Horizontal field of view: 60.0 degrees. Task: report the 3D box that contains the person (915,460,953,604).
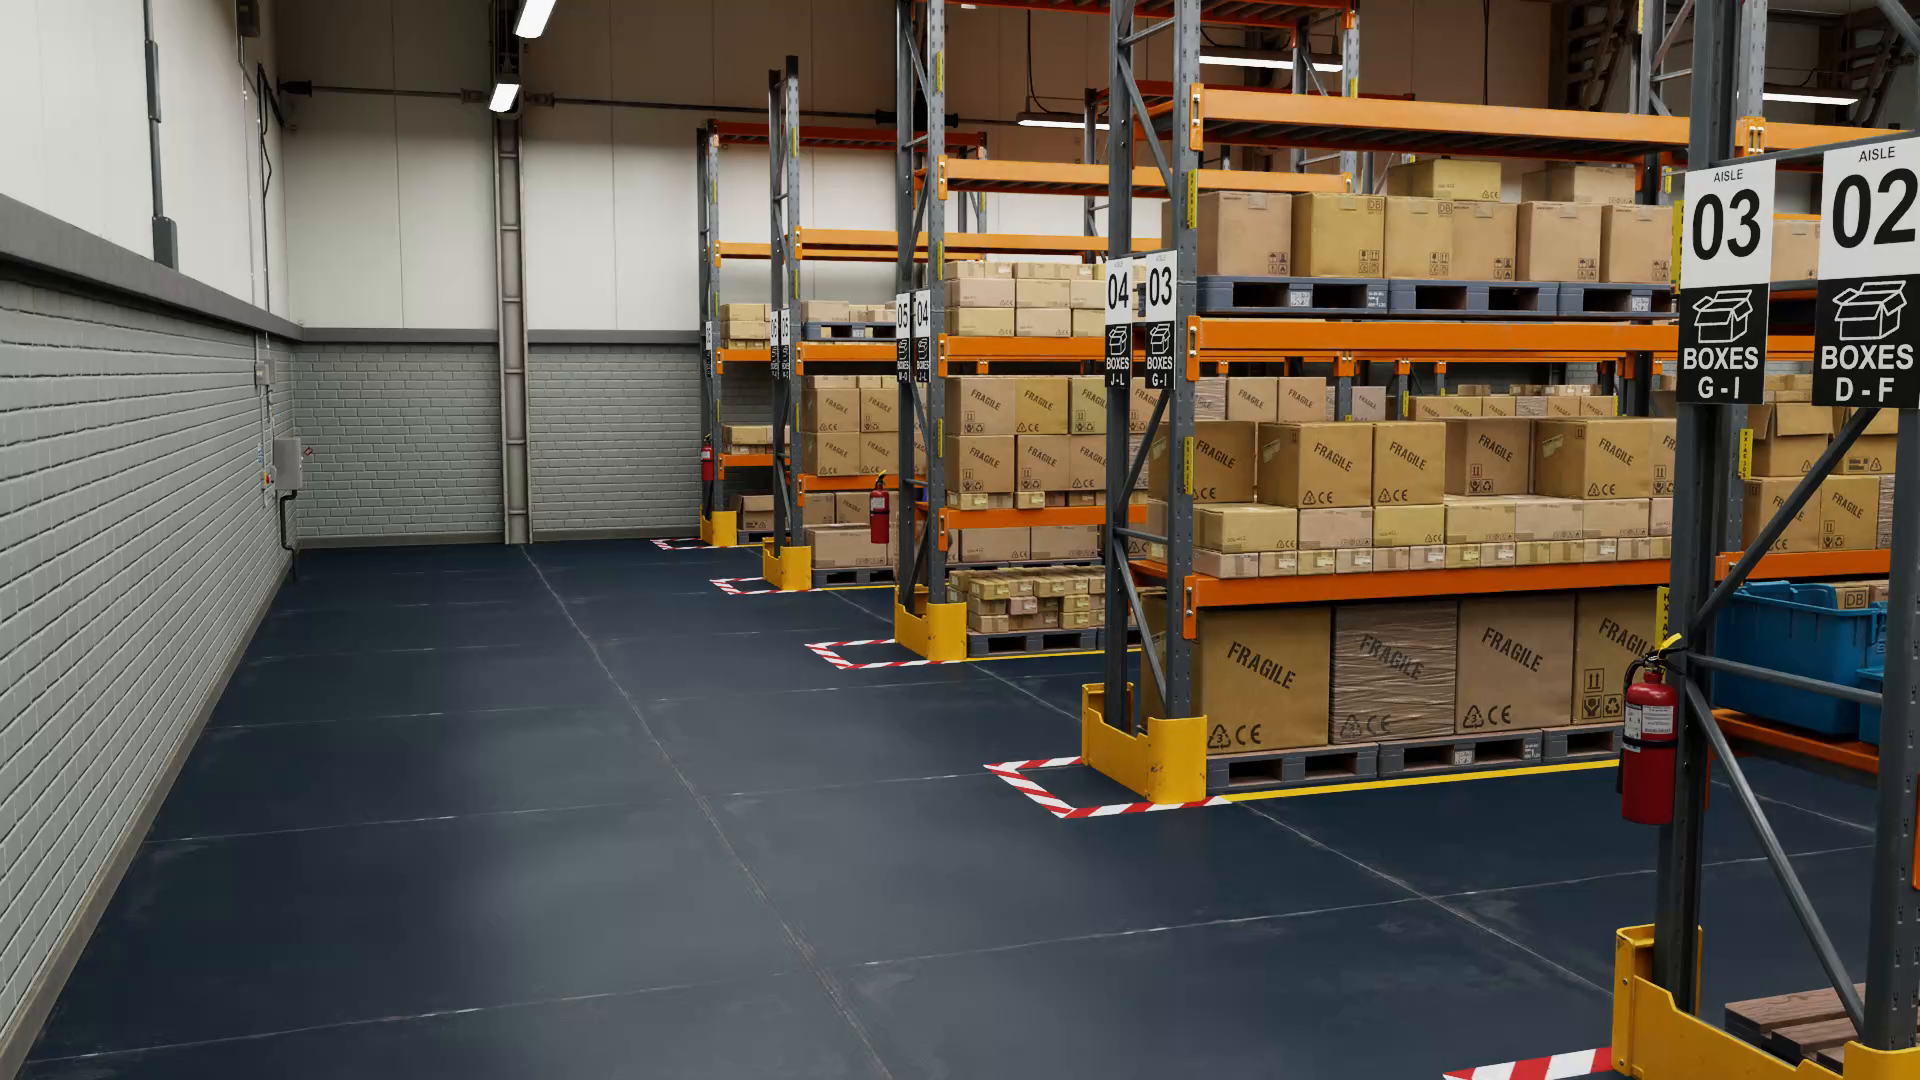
[{"bbox_3d":[-0.265,-0.002,16.586,0.345,1.659,0.494,-2,6,-20],"label":"person"}]
